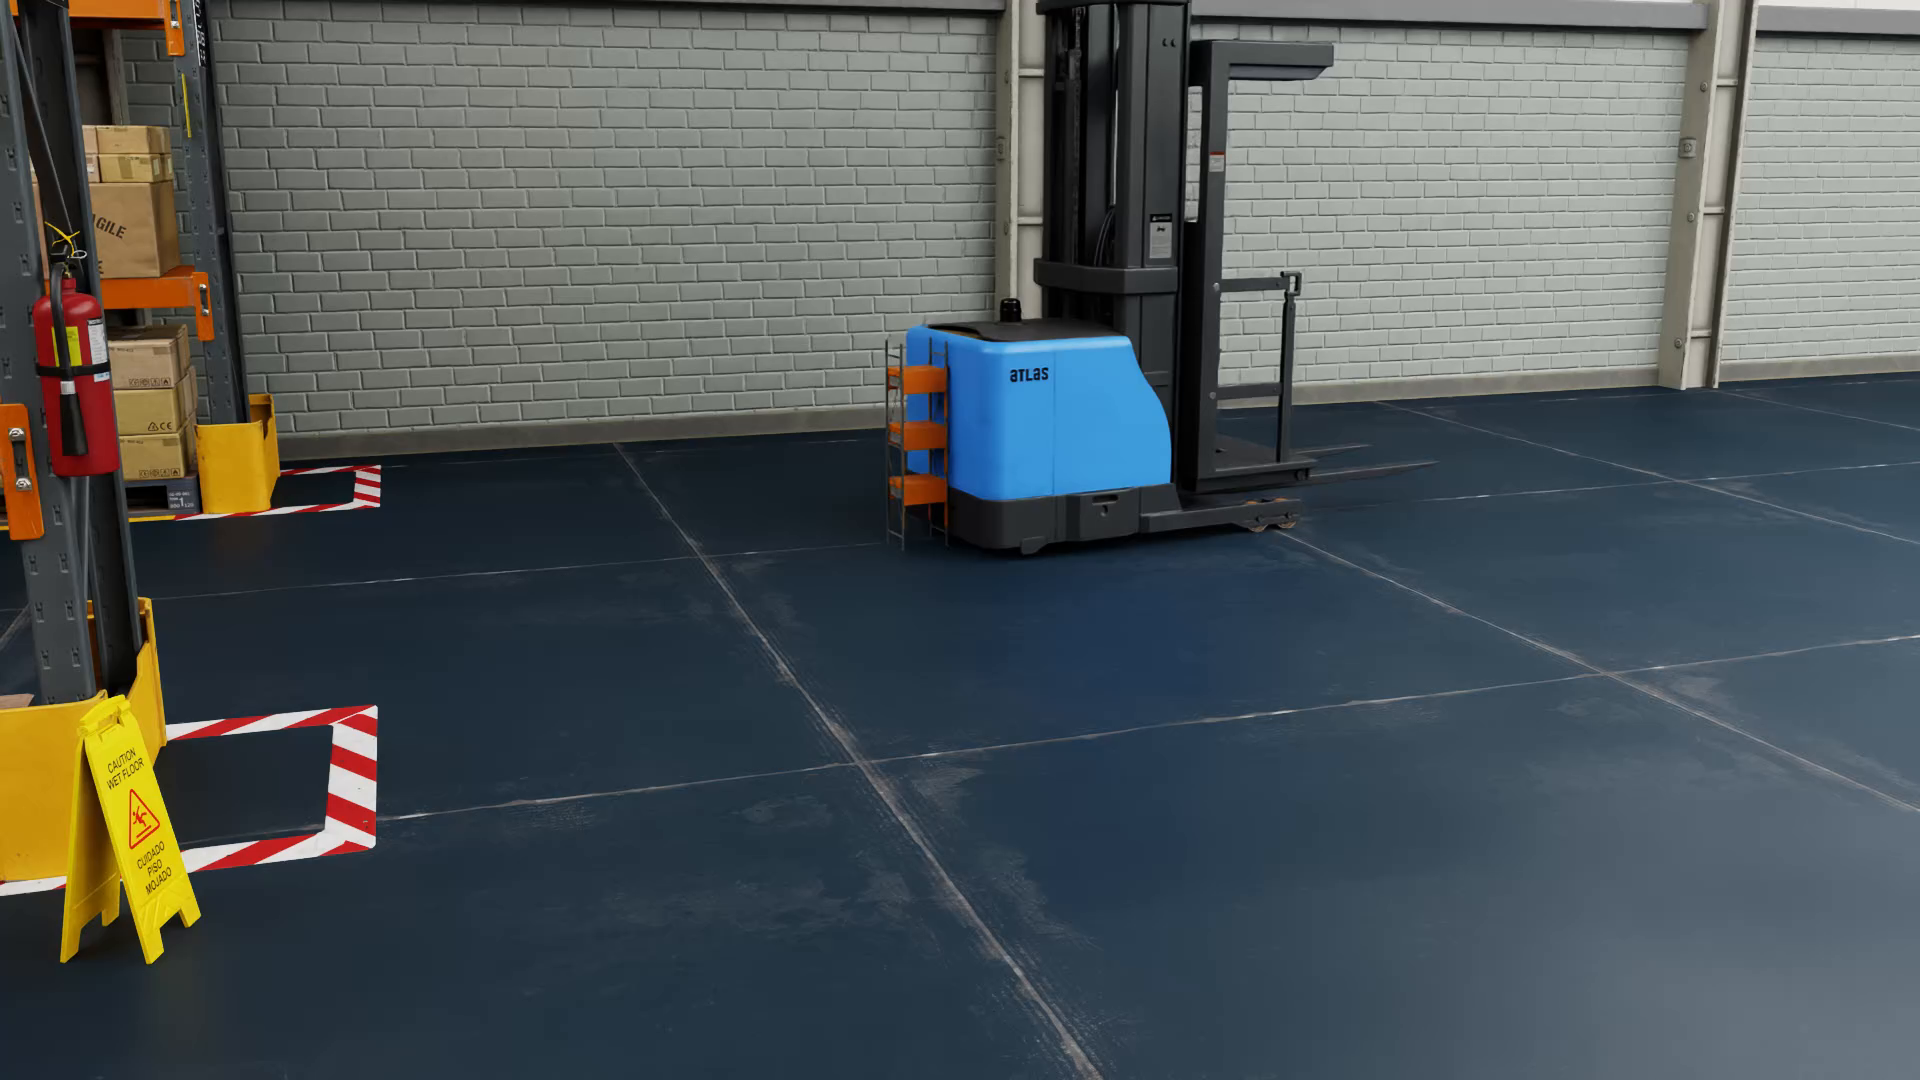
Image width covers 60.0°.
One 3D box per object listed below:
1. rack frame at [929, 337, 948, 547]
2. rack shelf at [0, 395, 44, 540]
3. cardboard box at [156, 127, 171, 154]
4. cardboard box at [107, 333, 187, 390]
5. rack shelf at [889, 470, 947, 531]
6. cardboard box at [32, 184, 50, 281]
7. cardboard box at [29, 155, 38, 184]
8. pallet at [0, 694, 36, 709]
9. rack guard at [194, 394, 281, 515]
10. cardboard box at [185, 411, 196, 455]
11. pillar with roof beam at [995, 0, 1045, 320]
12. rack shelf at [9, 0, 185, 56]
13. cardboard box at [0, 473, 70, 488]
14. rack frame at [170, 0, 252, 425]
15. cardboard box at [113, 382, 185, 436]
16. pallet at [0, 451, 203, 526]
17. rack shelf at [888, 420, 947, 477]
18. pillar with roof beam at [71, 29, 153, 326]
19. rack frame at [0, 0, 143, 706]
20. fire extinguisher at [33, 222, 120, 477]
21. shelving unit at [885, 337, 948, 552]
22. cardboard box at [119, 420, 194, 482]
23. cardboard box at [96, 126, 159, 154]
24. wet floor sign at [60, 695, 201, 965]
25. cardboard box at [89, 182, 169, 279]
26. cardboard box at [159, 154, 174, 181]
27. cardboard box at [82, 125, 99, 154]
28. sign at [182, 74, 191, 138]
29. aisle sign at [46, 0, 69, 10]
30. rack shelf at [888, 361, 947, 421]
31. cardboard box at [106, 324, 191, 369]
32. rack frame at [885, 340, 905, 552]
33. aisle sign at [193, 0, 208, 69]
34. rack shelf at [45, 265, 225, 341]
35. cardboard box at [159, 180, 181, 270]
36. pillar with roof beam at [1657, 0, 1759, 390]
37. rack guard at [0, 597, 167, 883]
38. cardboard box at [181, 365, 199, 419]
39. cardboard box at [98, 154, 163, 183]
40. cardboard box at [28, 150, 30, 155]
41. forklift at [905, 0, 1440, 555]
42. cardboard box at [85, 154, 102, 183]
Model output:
[{"bbox_3d":[-0.110,-0.497,8.462,0.008,1.050,0.200,-7,15,-26],"label":"rack frame"},{"bbox_3d":[-4.556,-0.149,4.342,4.000,0.370,1.077,-4,14,-18],"label":"rack shelf"},{"bbox_3d":[-4.634,-2.266,9.427,0.250,0.149,0.380,-5,14,-19],"label":"cardboard box"},{"bbox_3d":[-4.584,-0.986,9.179,0.500,0.250,0.500,-4,14,-16],"label":"cardboard box"},{"bbox_3d":[-0.219,-0.203,8.476,0.240,0.259,0.215,-7,15,-26],"label":"rack shelf"},{"bbox_3d":[-5.125,-1.654,8.897,0.500,0.500,0.500,-4,14,-16],"label":"cardboard box"},{"bbox_3d":[-4.985,-1.981,8.872,0.250,0.149,0.380,-4,14,-17],"label":"cardboard box"},{"bbox_3d":[-3.514,0.768,4.959,1.213,0.211,1.003,-4,14,-18],"label":"pallet"},{"bbox_3d":[-4.225,-0.521,9.752,0.348,0.500,1.175,-4,14,-18],"label":"rack guard"},{"bbox_3d":[-4.775,-0.608,9.753,0.500,0.250,0.500,-4,14,-18],"label":"cardboard box"},{"bbox_3d":[1.865,-4.299,7.268,0.400,9.000,9.100,-4,14,-18],"label":"pillar with roof beam"},{"bbox_3d":[-6.143,-2.697,8.571,4.000,0.370,1.077,-4,14,-18],"label":"rack shelf"},{"bbox_3d":[-5.066,-0.463,9.142,0.500,0.250,0.500,-4,14,-18],"label":"cardboard box"},{"bbox_3d":[-4.247,-1.735,9.455,0.127,3.000,1.000,-4,14,-18],"label":"rack frame"},{"bbox_3d":[-4.609,-0.740,9.228,0.500,0.250,0.500,-5,14,-19],"label":"cardboard box"},{"bbox_3d":[-4.959,-0.313,9.502,1.213,0.211,1.003,-4,14,-18],"label":"pallet"},{"bbox_3d":[-0.219,-0.474,8.411,0.240,0.259,0.215,-7,15,-26],"label":"rack shelf"},{"bbox_3d":[-3.822,-3.856,5.407,0.400,9.000,9.100,-4,14,-18],"label":"pillar with roof beam"},{"bbox_3d":[-2.661,-0.647,4.880,0.127,3.000,1.000,-4,14,-18],"label":"rack frame"},{"bbox_3d":[-2.405,-0.517,4.499,0.183,0.674,0.296,-4,14,-18],"label":"fire extinguisher"},{"bbox_3d":[-0.219,-0.484,8.409,0.252,1.050,0.215,-7,15,-26],"label":"shelving unit"},{"bbox_3d":[-4.592,-0.498,9.288,0.500,0.250,0.500,-4,14,-18],"label":"cardboard box"},{"bbox_3d":[-4.520,-2.171,9.029,0.250,0.149,0.380,-4,14,-18],"label":"cardboard box"},{"bbox_3d":[-2.139,0.719,4.225,0.232,0.644,0.267,0,13,1],"label":"wet floor sign"},{"bbox_3d":[-4.630,-1.690,9.049,0.500,0.500,0.500,-5,14,-19],"label":"cardboard box"},{"bbox_3d":[-4.652,-2.131,9.503,0.250,0.149,0.380,-5,14,-20],"label":"cardboard box"},{"bbox_3d":[-4.744,-2.146,8.924,0.250,0.149,0.380,-4,14,-18],"label":"cardboard box"},{"bbox_3d":[-4.088,-2.294,8.789,0.005,0.325,0.100,-4,14,-18],"label":"sign"},{"bbox_3d":[-2.701,-1.984,4.884,0.004,0.787,0.394,-4,14,-18],"label":"aisle sign"},{"bbox_3d":[-0.219,-0.750,8.346,0.240,0.259,0.215,-7,15,-26],"label":"rack shelf"},{"bbox_3d":[-4.763,-1.094,9.635,0.500,0.250,0.500,-5,14,-19],"label":"cardboard box"},{"bbox_3d":[-0.328,-0.471,8.356,0.008,1.050,0.200,-7,15,-26],"label":"rack frame"},{"bbox_3d":[-4.091,-2.940,8.904,0.004,0.787,0.394,-4,14,-18],"label":"aisle sign"},{"bbox_3d":[-6.143,-1.238,8.918,4.000,0.370,1.077,-4,14,-18],"label":"rack shelf"},{"bbox_3d":[-4.806,-1.808,9.546,0.500,0.500,0.500,-4,14,-16],"label":"cardboard box"},{"bbox_3d":[7.552,-4.741,9.130,0.400,9.000,9.100,-4,14,-18],"label":"pillar with roof beam"},{"bbox_3d":[-2.733,0.575,5.145,0.348,0.500,1.175,-4,14,-18],"label":"rack guard"},{"bbox_3d":[-4.759,-0.856,9.713,0.500,0.250,0.500,-4,14,-17],"label":"cardboard box"},{"bbox_3d":[-4.487,-2.012,9.003,0.250,0.149,0.380,-4,14,-17],"label":"cardboard box"},{"bbox_3d":[-4.983,-2.121,8.817,0.250,0.149,0.380,-4,14,-17],"label":"cardboard box"},{"bbox_3d":[1.256,-1.568,8.899,3.031,2.935,1.130,-7,15,-26],"label":"forklift"},{"bbox_3d":[-4.719,-1.987,8.896,0.250,0.149,0.380,-4,14,-17],"label":"cardboard box"}]
